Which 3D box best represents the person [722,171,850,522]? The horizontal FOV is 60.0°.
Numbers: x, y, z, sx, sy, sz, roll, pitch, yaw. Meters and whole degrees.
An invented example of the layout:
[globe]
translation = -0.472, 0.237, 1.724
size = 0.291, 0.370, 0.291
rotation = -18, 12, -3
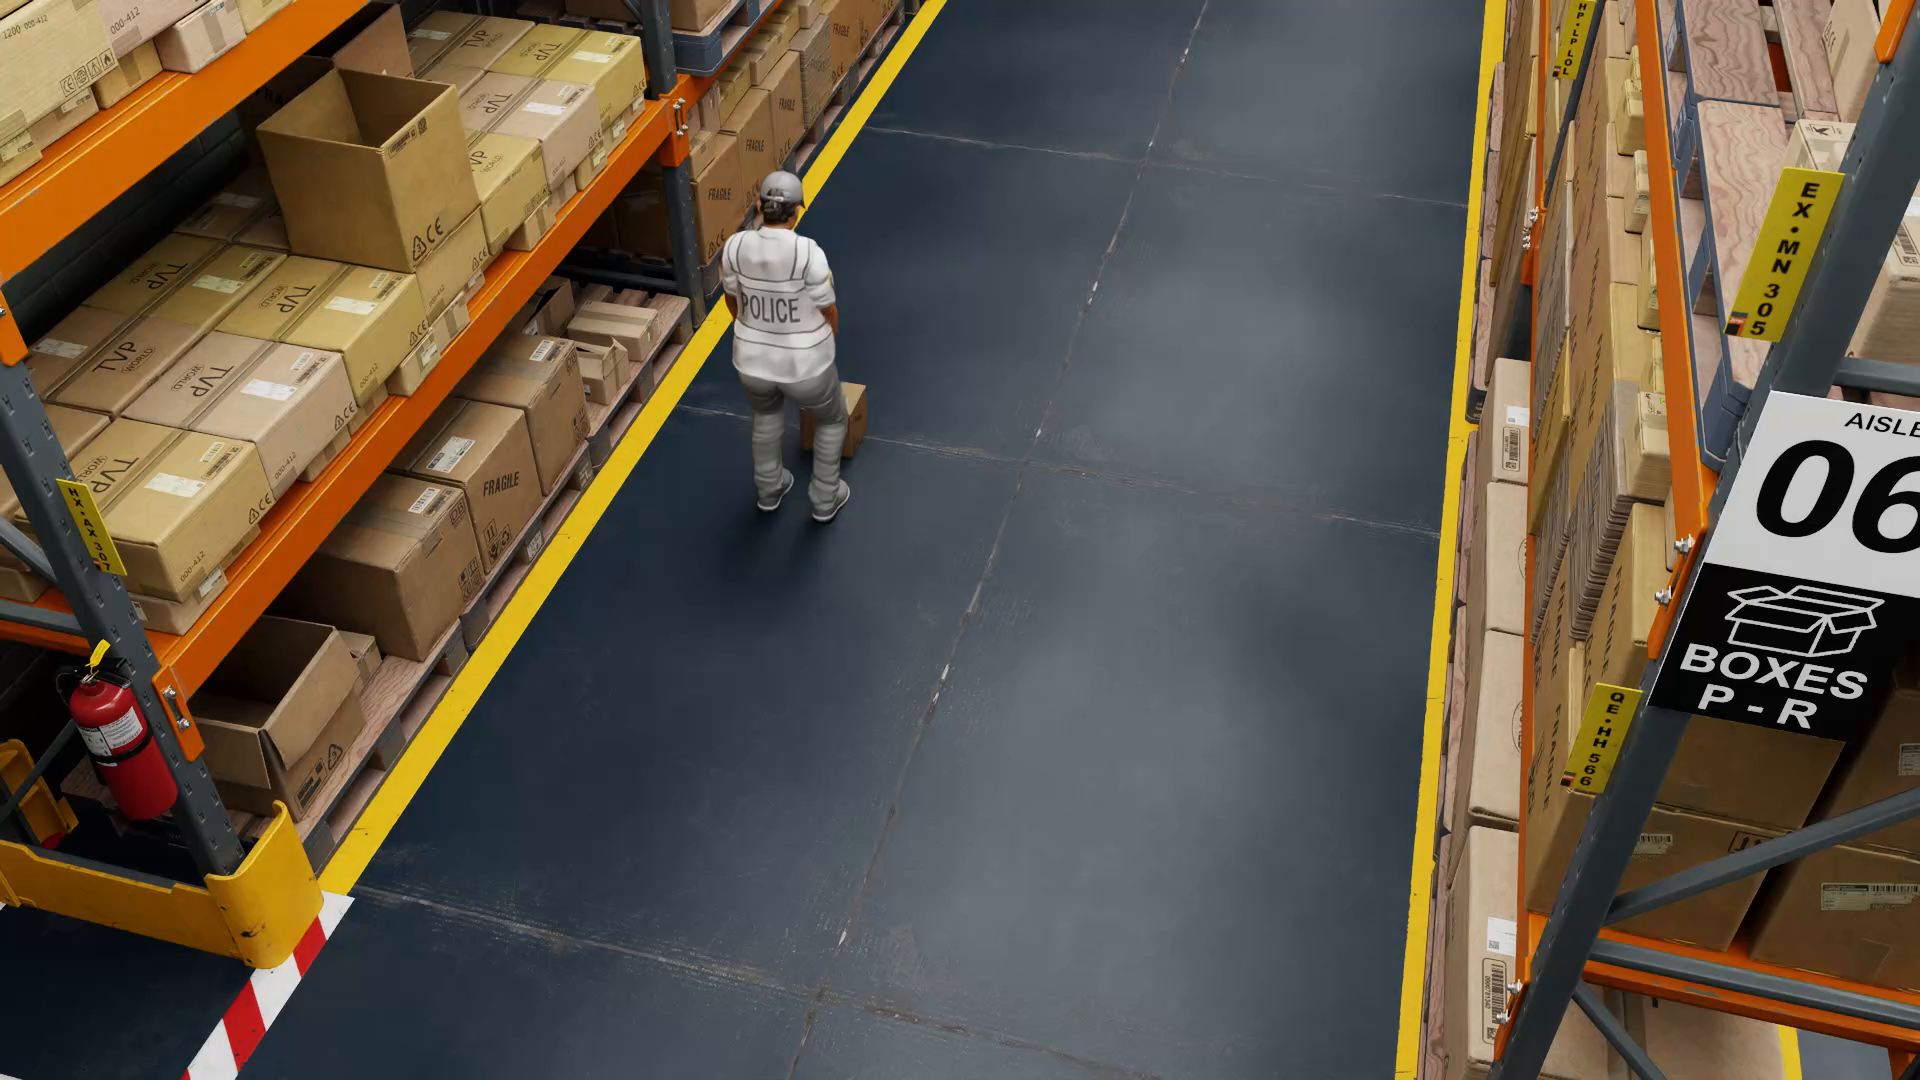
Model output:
[person]
translation = -0.749, -0.795, 7.115
size = 0.500, 1.610, 0.496
rotation = 11, 42, 12
